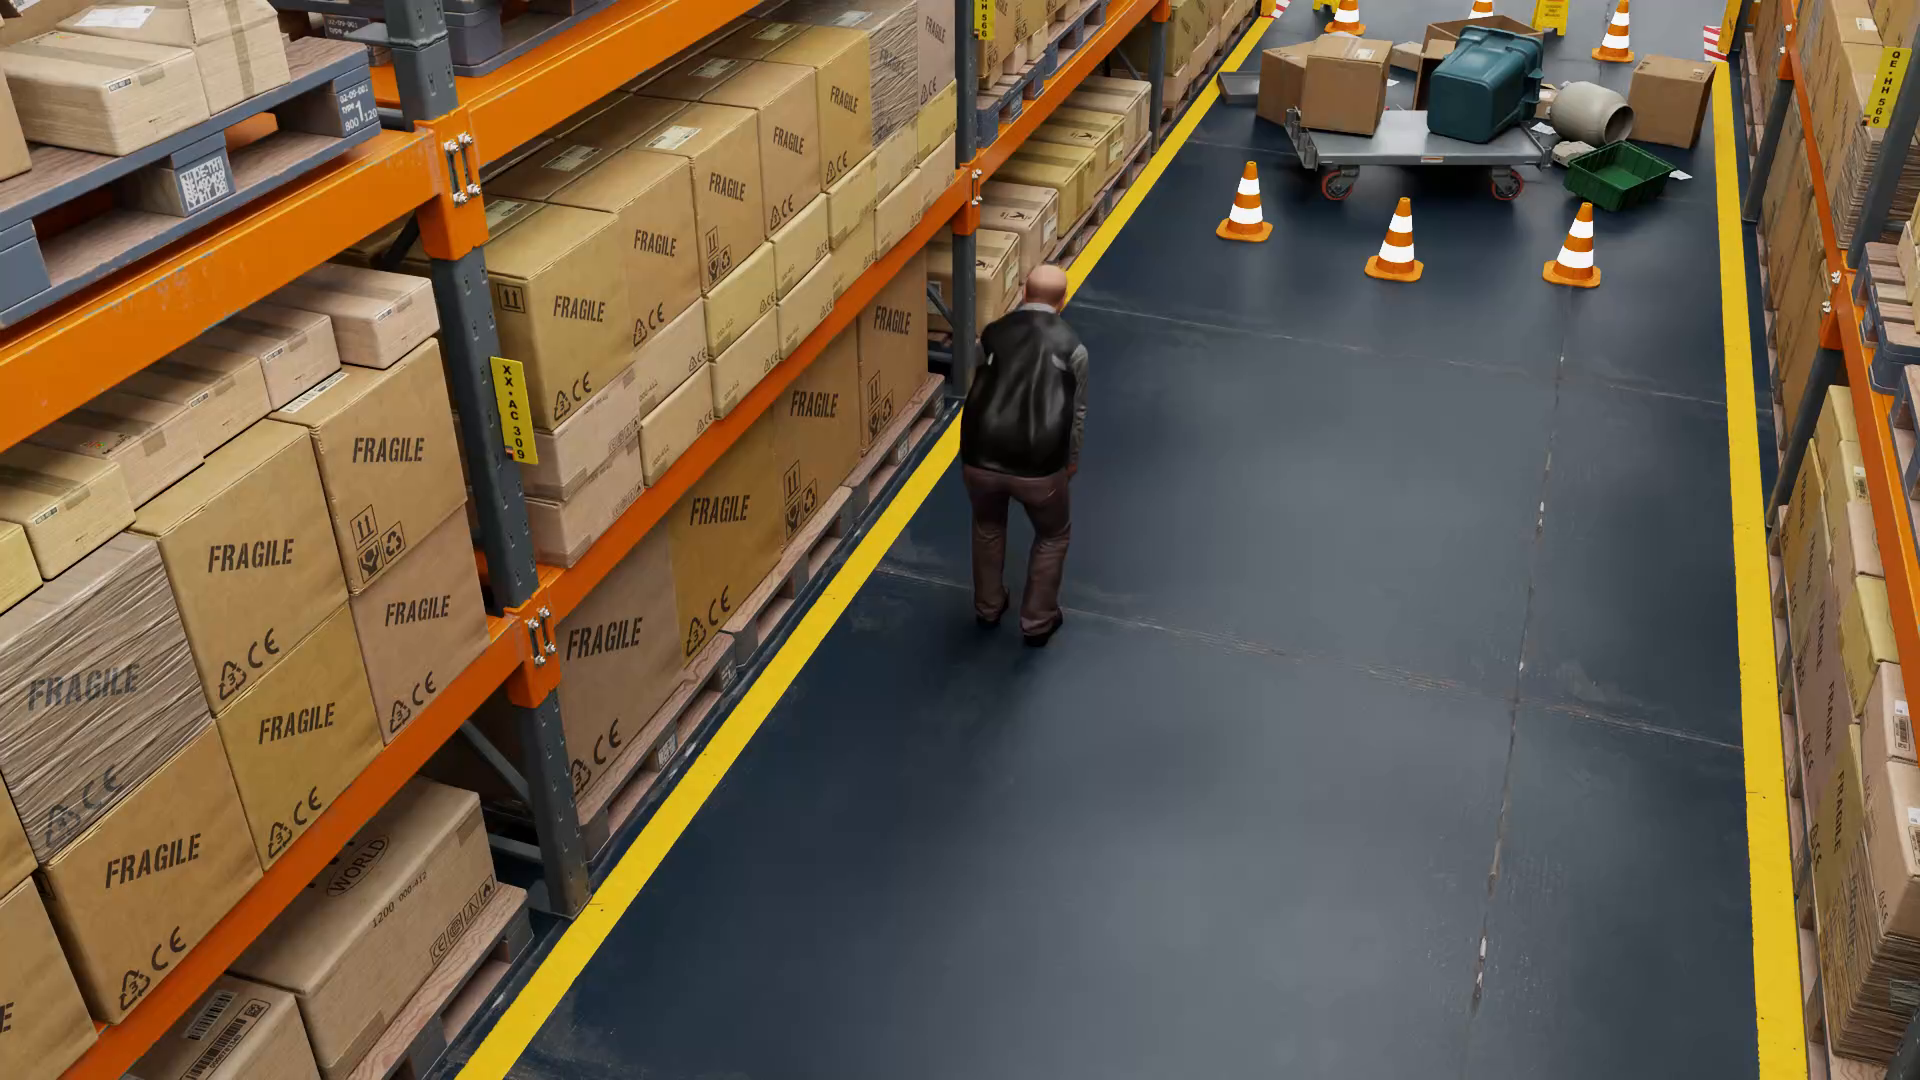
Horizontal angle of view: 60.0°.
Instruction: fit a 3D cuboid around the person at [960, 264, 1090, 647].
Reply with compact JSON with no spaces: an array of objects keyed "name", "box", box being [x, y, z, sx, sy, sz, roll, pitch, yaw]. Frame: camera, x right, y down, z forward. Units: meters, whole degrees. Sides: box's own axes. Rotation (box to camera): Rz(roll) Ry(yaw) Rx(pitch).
[{"name":"person","box":[0.269,-0.337,6.910,0.472,1.475,0.796,10,34,15]}]
